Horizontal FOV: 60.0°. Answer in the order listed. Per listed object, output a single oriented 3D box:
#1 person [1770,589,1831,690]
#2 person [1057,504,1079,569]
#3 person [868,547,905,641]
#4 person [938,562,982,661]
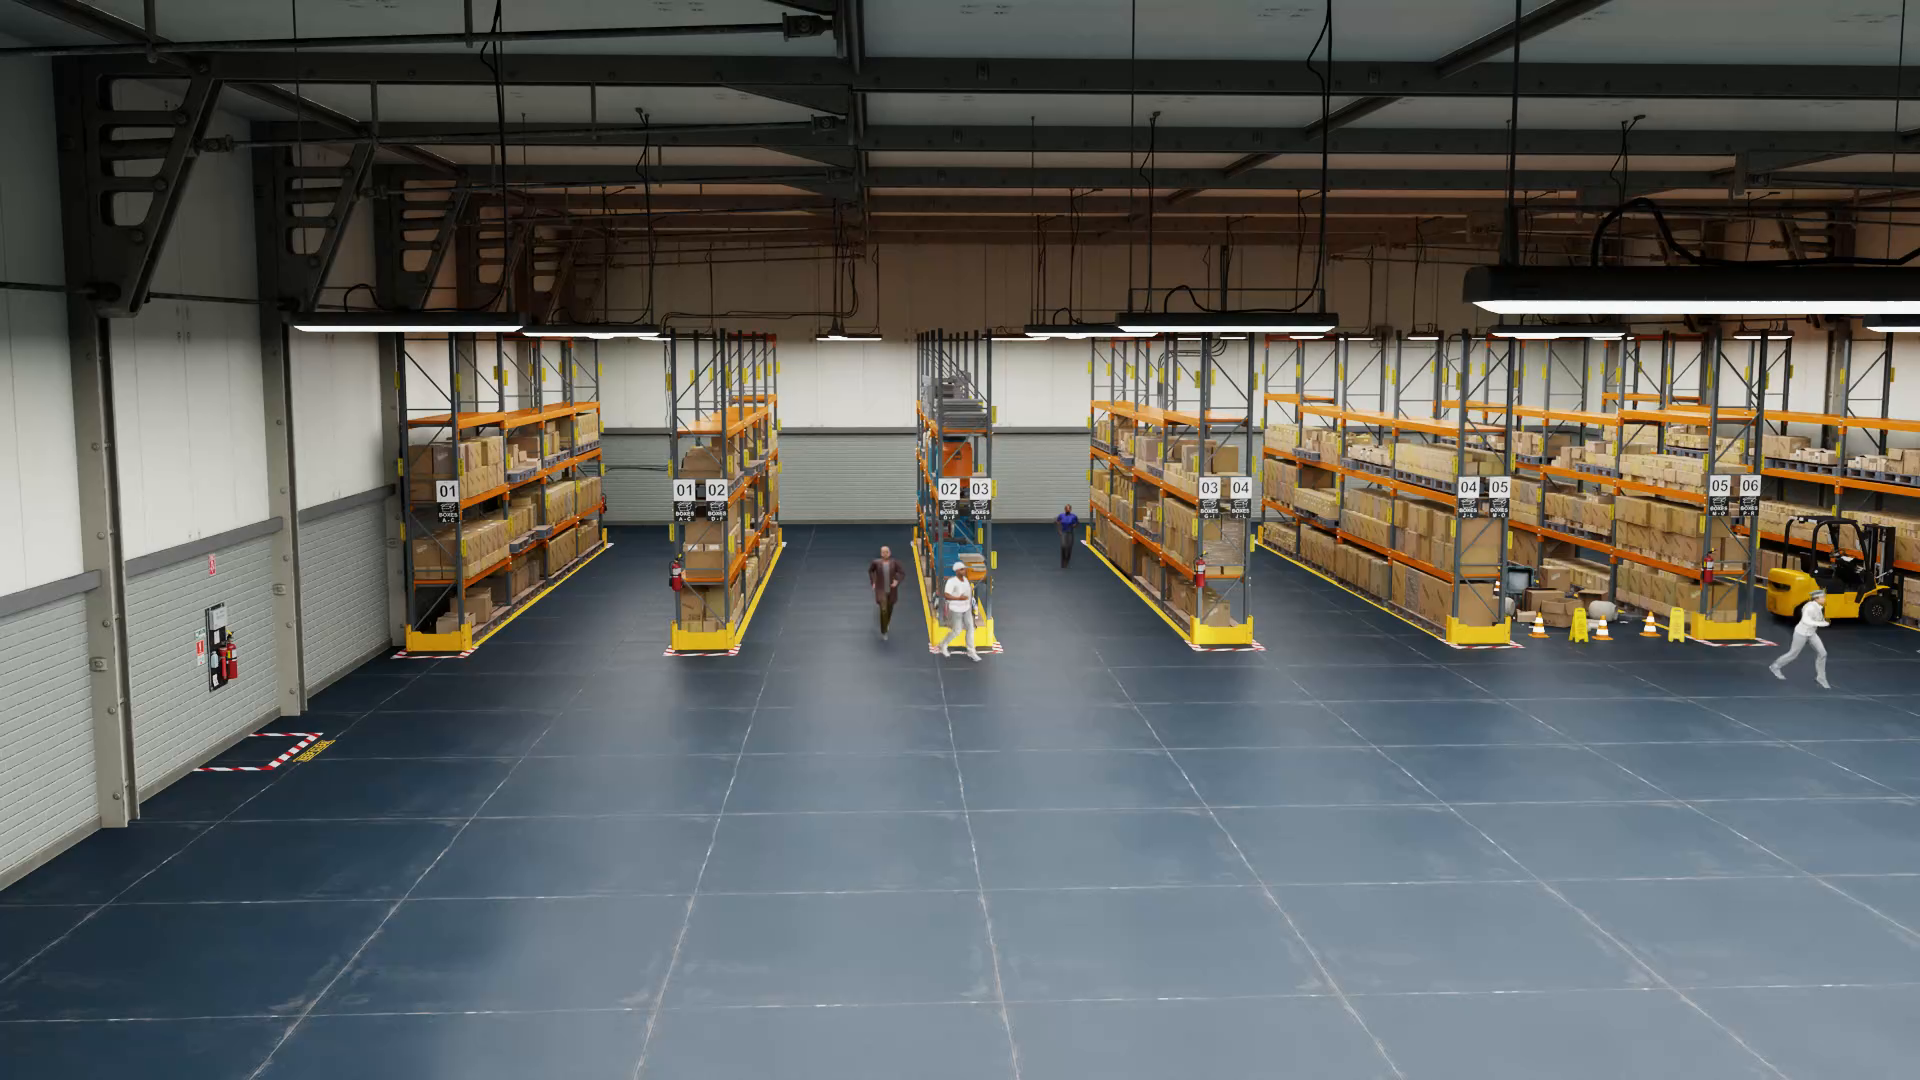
[{"bbox_3d":[14.137,1.624,27.908,0.612,1.695,0.992,-5,9,-38],"label":"person"},{"bbox_3d":[2.753,-0.087,42.510,0.559,1.671,0.755,0,7,1],"label":"person"},{"bbox_3d":[-1.428,1.019,32.505,0.701,1.828,0.915,-1,7,-8],"label":"person"},{"bbox_3d":[-0.021,1.287,30.181,0.857,1.797,0.715,5,8,34],"label":"person"}]
